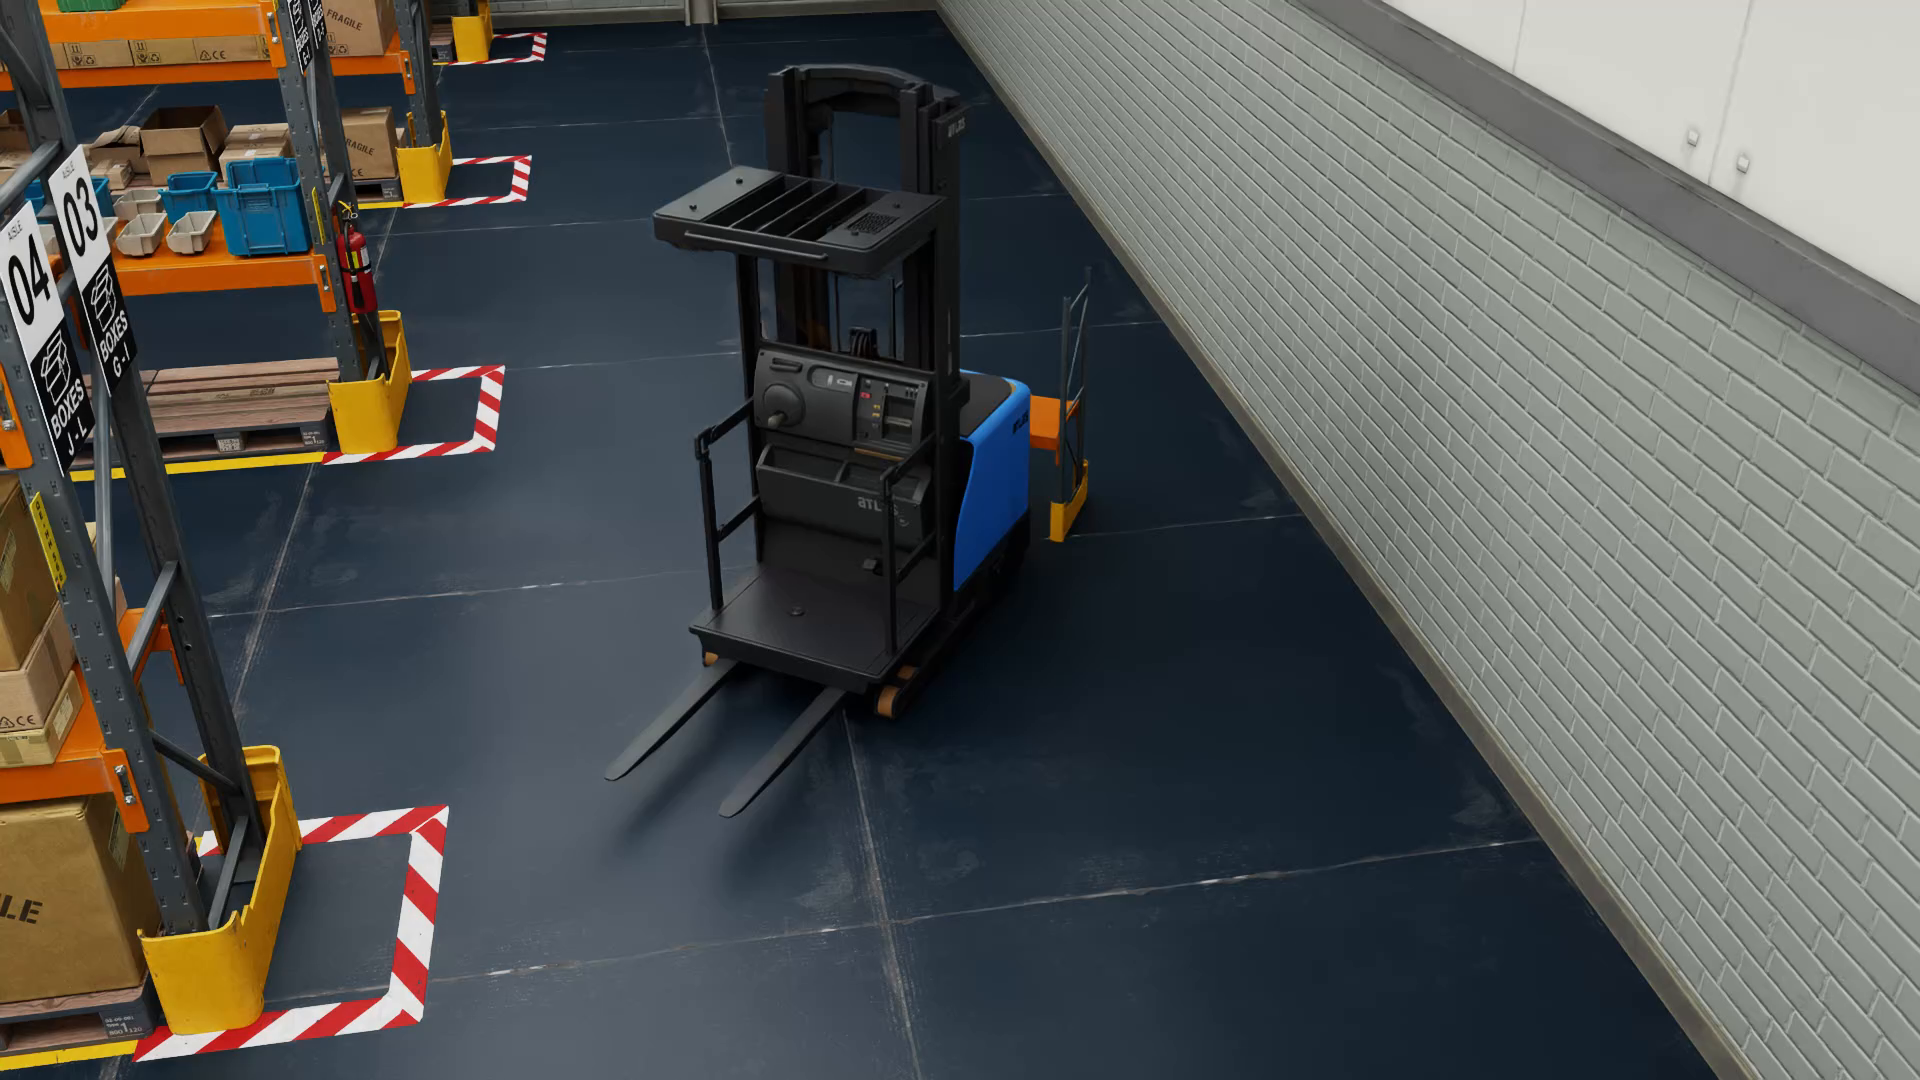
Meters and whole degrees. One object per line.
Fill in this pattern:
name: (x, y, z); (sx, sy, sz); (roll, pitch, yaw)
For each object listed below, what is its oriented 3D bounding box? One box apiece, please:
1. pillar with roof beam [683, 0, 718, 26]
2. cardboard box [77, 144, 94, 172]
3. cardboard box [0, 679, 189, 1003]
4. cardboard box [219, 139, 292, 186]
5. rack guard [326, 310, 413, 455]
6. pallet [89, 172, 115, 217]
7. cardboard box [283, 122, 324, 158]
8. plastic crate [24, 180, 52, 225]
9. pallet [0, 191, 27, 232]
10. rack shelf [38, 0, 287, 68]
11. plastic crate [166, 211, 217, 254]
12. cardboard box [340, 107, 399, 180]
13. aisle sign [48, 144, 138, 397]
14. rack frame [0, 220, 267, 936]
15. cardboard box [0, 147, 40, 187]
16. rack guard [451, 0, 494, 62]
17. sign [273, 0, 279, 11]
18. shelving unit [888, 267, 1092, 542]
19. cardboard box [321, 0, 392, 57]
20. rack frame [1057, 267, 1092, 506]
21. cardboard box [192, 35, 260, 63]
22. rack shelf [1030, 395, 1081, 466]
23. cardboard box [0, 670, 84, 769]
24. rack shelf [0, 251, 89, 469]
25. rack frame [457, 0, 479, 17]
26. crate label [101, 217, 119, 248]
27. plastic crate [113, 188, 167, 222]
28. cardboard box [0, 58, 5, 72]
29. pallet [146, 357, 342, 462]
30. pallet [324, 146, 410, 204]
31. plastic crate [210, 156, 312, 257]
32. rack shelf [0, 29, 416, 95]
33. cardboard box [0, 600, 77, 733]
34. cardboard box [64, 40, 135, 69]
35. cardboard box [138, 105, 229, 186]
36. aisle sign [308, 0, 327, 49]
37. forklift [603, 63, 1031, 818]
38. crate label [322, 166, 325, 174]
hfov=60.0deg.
pillar with roof beam: (-2.446, -8.190, 14.801); (0.400, 9.000, 9.100); (-5, 31, -9)
cardboard box: (-7.893, -3.456, 15.047); (0.250, 0.149, 0.380); (-5, 31, -9)
cardboard box: (-3.660, 1.169, 6.484); (0.875, 0.875, 0.875); (-5, 31, -9)
cardboard box: (-6.256, -3.363, 14.789); (0.500, 0.250, 0.500); (-5, 31, -9)
rack guard: (-3.916, -1.064, 11.067); (0.348, 0.500, 1.175); (-5, 31, -9)
pallet: (-8.084, -3.098, 14.811); (1.213, 0.211, 1.003); (-5, 31, -9)
cardboard box: (-5.903, -3.654, 15.283); (0.500, 0.250, 0.500); (-5, 31, -9)
plastic crate: (-5.829, -2.081, 10.436); (0.300, 0.233, 0.416); (-5, 31, -9)
pallet: (-3.773, -0.846, 5.357); (1.213, 0.211, 1.003); (-5, 31, -9)
rack shelf: (-5.904, -2.934, 9.530); (4.000, 0.370, 1.077); (-5, 31, -9)
plastic crate: (-4.706, -1.881, 10.190); (0.243, 0.136, 0.396); (-5, 31, -9)
cardboard box: (-5.316, -3.543, 14.848); (0.500, 0.500, 0.500); (-5, 31, -9)
aisle sign: (-3.028, -0.941, 5.825); (0.004, 0.787, 0.394); (-5, 31, -9)
rack frame: (-3.045, 0.336, 6.219); (0.127, 3.000, 1.000); (-5, 31, -9)
cardboard box: (-8.308, -3.199, 14.450); (0.500, 0.311, 0.500); (-5, 31, -9)
rack guard: (-5.698, -5.997, 19.456); (0.348, 0.500, 1.175); (-5, 31, -9)
sign: (-3.822, -3.108, 9.221); (0.005, 0.325, 0.100); (-5, 31, -9)
shelving unit: (0.179, -0.860, 9.733); (1.083, 1.500, 0.587); (10, 32, 16)
cardboard box: (-5.217, -4.470, 14.294); (0.500, 0.500, 0.500); (-4, 31, -7)
rack frame: (0.653, -0.780, 9.597); (0.032, 1.500, 0.500); (10, 32, 16)
cardboard box: (-6.218, -4.378, 14.137); (0.500, 0.500, 0.500); (-5, 31, -9)
rack shelf: (0.171, -0.706, 9.827); (1.000, 0.185, 0.538); (10, 32, 16)
cardboard box: (-3.336, 0.641, 5.948); (0.250, 0.149, 0.380); (-5, 31, -8)
rack shelf: (-5.012, -0.464, 5.330); (4.000, 0.370, 1.077); (-5, 31, -9)
rack frame: (-5.721, -7.073, 18.819); (0.127, 3.000, 1.000); (-5, 31, -9)
crate label: (-5.264, -1.824, 10.093); (0.243, 0.136, 0.396); (-5, 31, -9)
plastic crate: (-5.237, -2.137, 10.626); (0.298, 0.136, 0.250); (-5, 31, -9)
cardboard box: (-8.210, -4.192, 13.821); (0.500, 0.500, 0.500); (-5, 31, -8)
pallet: (-4.755, -0.875, 11.030); (1.213, 0.211, 1.003); (-5, 31, -9)
pallet: (-5.684, -3.321, 15.190); (1.213, 0.211, 1.003); (-5, 31, -9)
plastic crate: (-4.233, -2.051, 10.184); (0.499, 0.435, 0.616); (-5, 31, -9)
rack shelf: (-6.793, -4.110, 14.491); (4.000, 0.370, 1.077); (-5, 31, -9)
cardboard box: (-3.474, 0.449, 5.881); (0.500, 0.250, 0.500); (-6, 31, -10)
cardboard box: (-7.214, -4.285, 13.979); (0.500, 0.500, 0.500); (-5, 31, -9)
cardboard box: (-6.913, -3.526, 14.815); (0.637, 0.503, 0.797); (-5, 31, -9)
aisle sign: (-3.920, -3.408, 10.023); (0.004, 0.787, 0.394); (-5, 31, -9)
forklift: (-0.674, -0.628, 7.926); (1.130, 2.935, 3.031); (13, 33, 21)
crate label: (-4.239, -2.228, 10.687); (0.303, 0.233, 0.416); (-5, 31, -9)
